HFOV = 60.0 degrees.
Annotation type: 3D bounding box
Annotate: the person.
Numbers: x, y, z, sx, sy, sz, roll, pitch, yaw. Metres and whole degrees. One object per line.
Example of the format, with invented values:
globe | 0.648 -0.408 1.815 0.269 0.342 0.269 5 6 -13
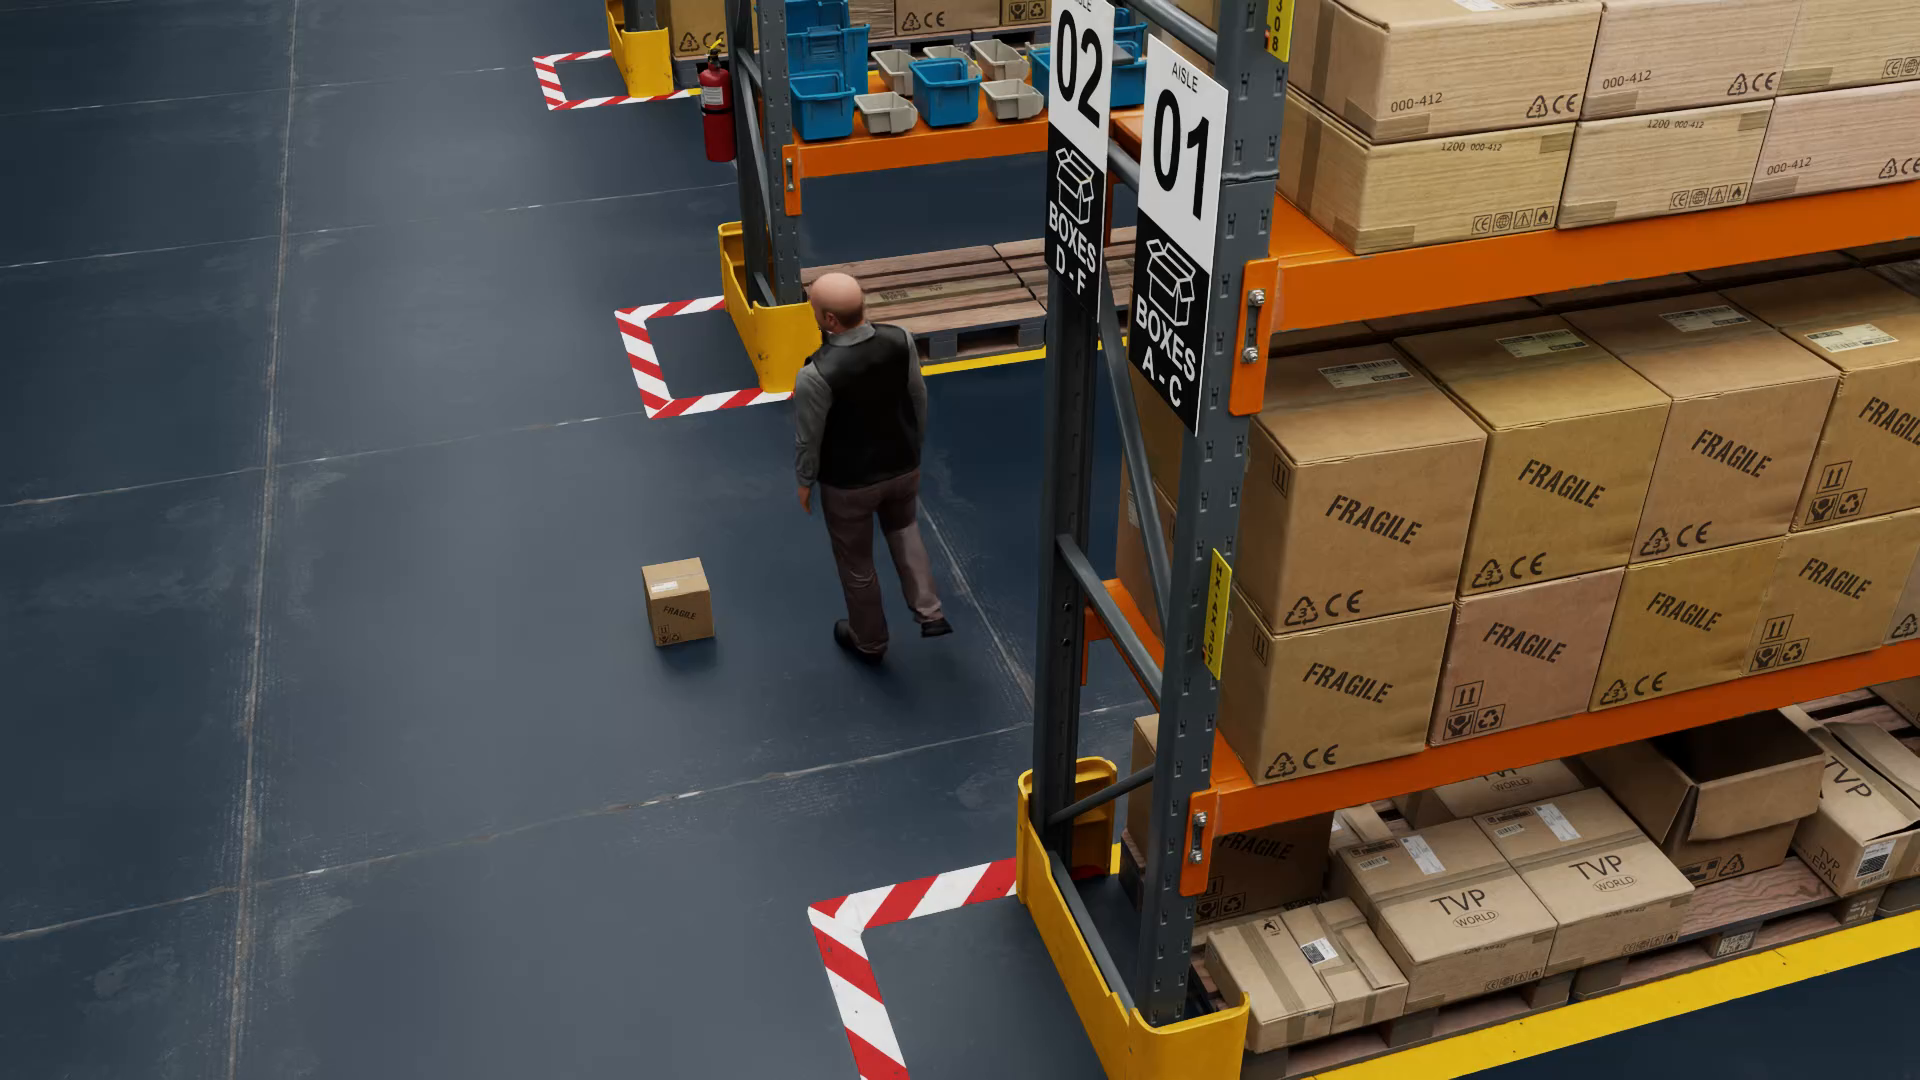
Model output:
person | -0.342 -0.237 6.490 0.584 1.720 0.497 -20 39 -27
